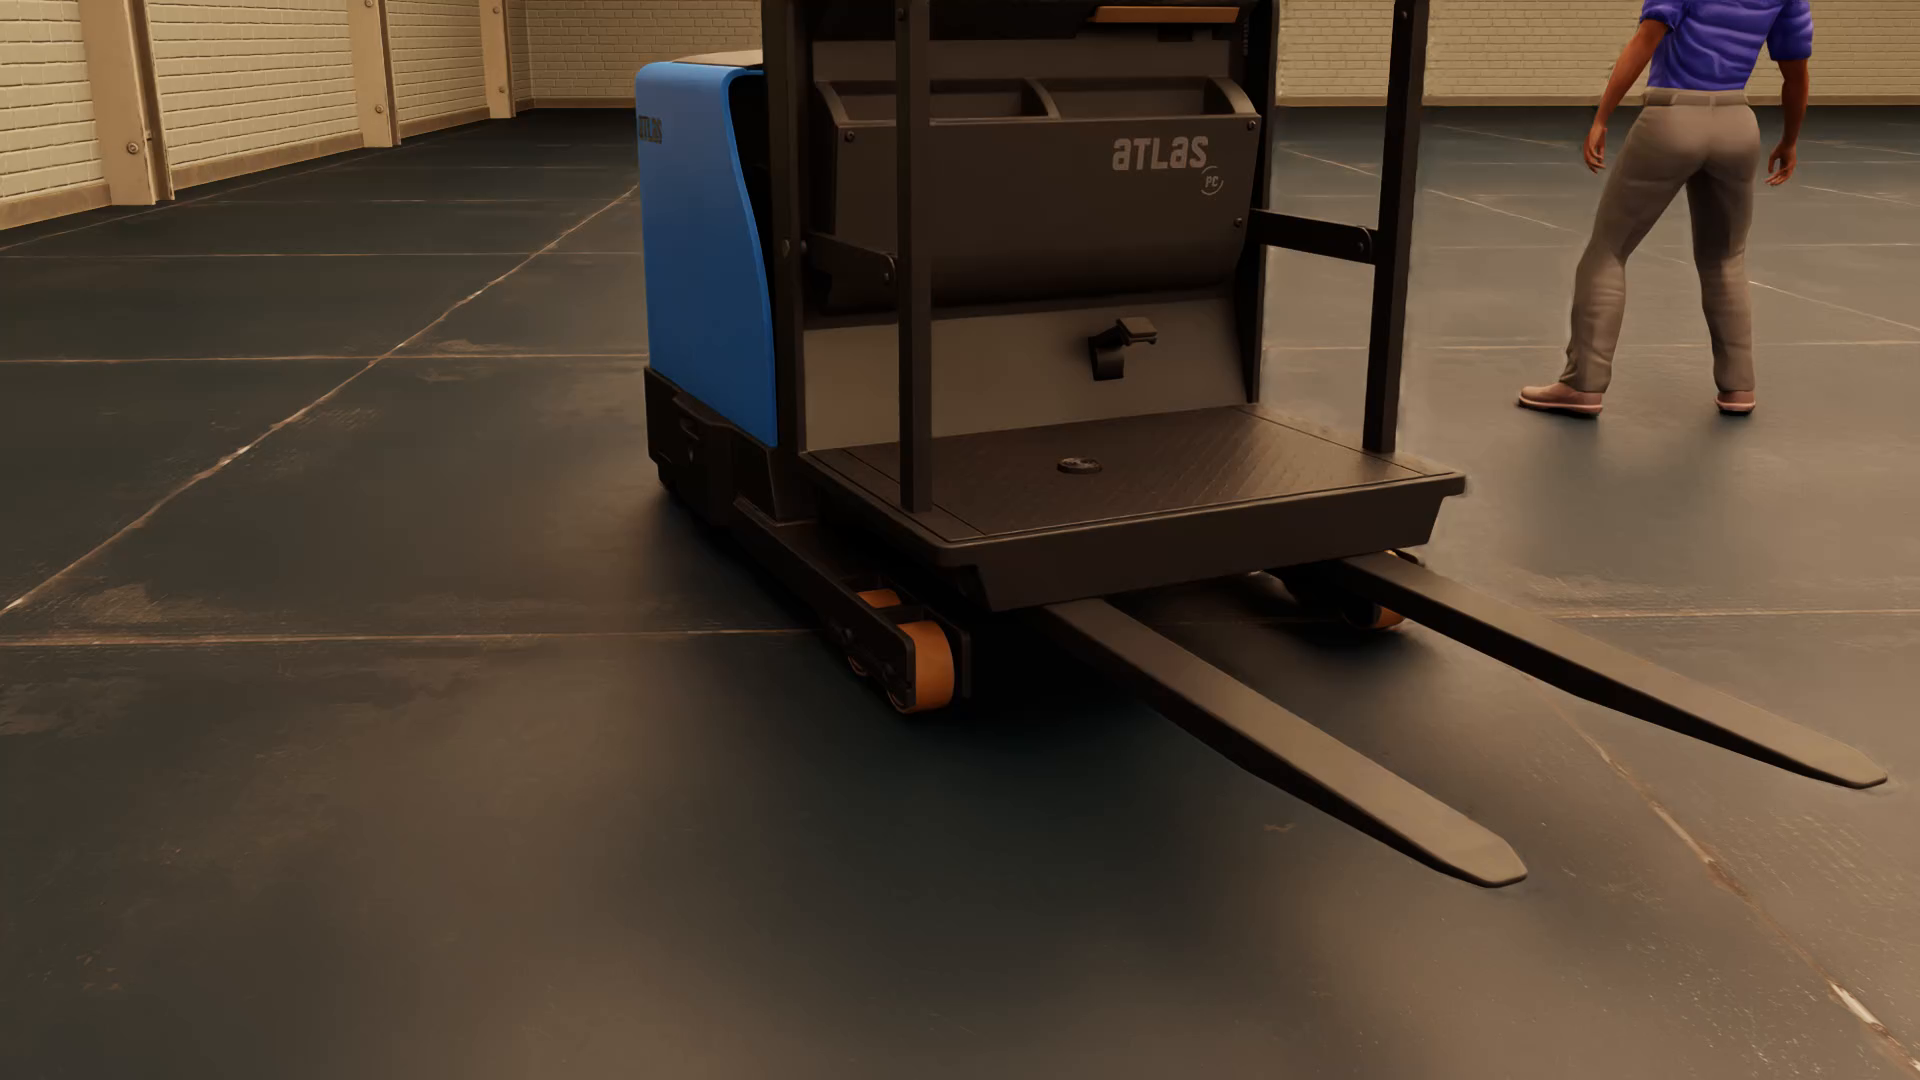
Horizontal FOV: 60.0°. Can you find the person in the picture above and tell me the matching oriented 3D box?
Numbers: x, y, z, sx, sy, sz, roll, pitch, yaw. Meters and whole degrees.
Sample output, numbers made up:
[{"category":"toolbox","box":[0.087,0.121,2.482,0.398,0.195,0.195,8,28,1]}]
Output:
[{"category":"person","box":[2.216,-1.187,5.068,0.834,1.612,0.337,-1,17,-4]}]

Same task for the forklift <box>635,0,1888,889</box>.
[{"category":"forklift","box":[0.258,-1.240,2.962,1.130,2.935,3.031,-8,19,-24]}]
